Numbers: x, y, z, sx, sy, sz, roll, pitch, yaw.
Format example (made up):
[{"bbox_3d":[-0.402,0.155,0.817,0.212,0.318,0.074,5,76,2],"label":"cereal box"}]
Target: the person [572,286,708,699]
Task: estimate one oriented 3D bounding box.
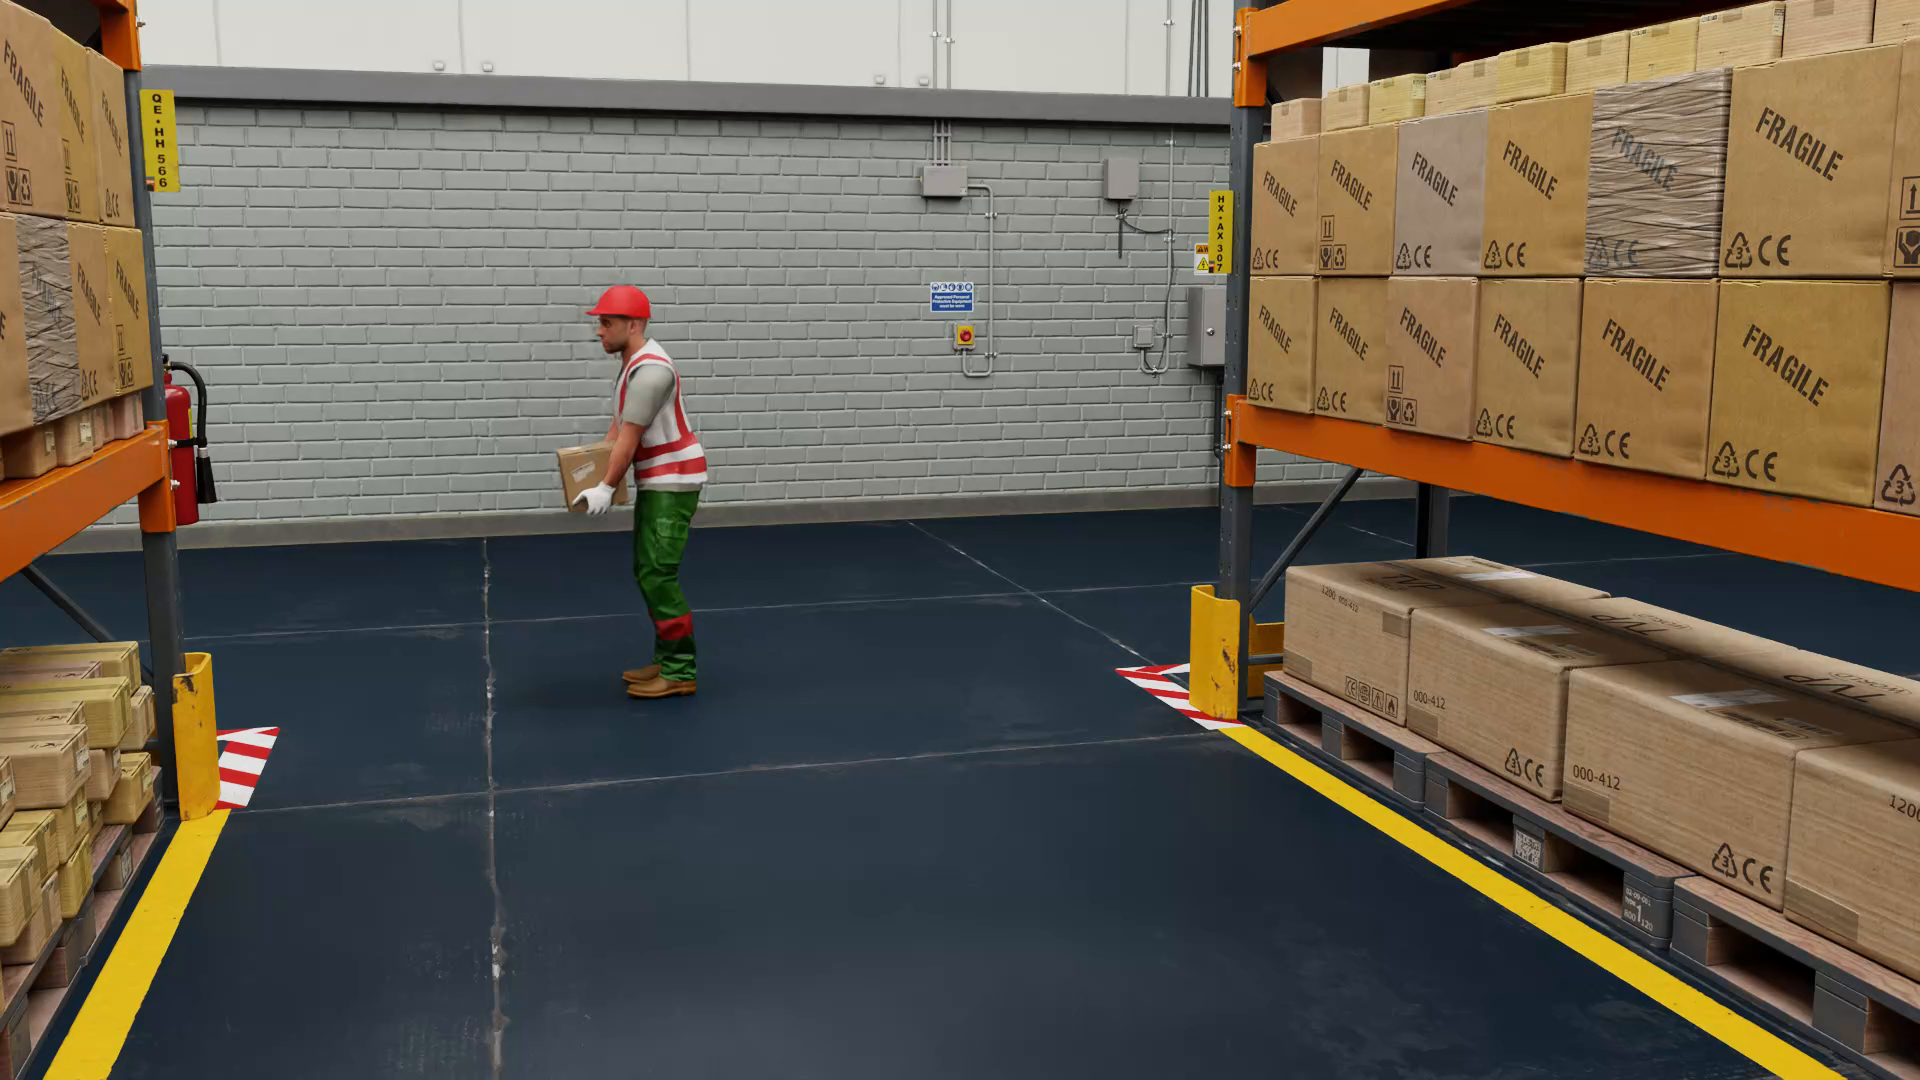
[{"bbox_3d":[-1.385,-0.208,7.173,0.583,1.760,0.491,-3,10,-17],"label":"person"}]
